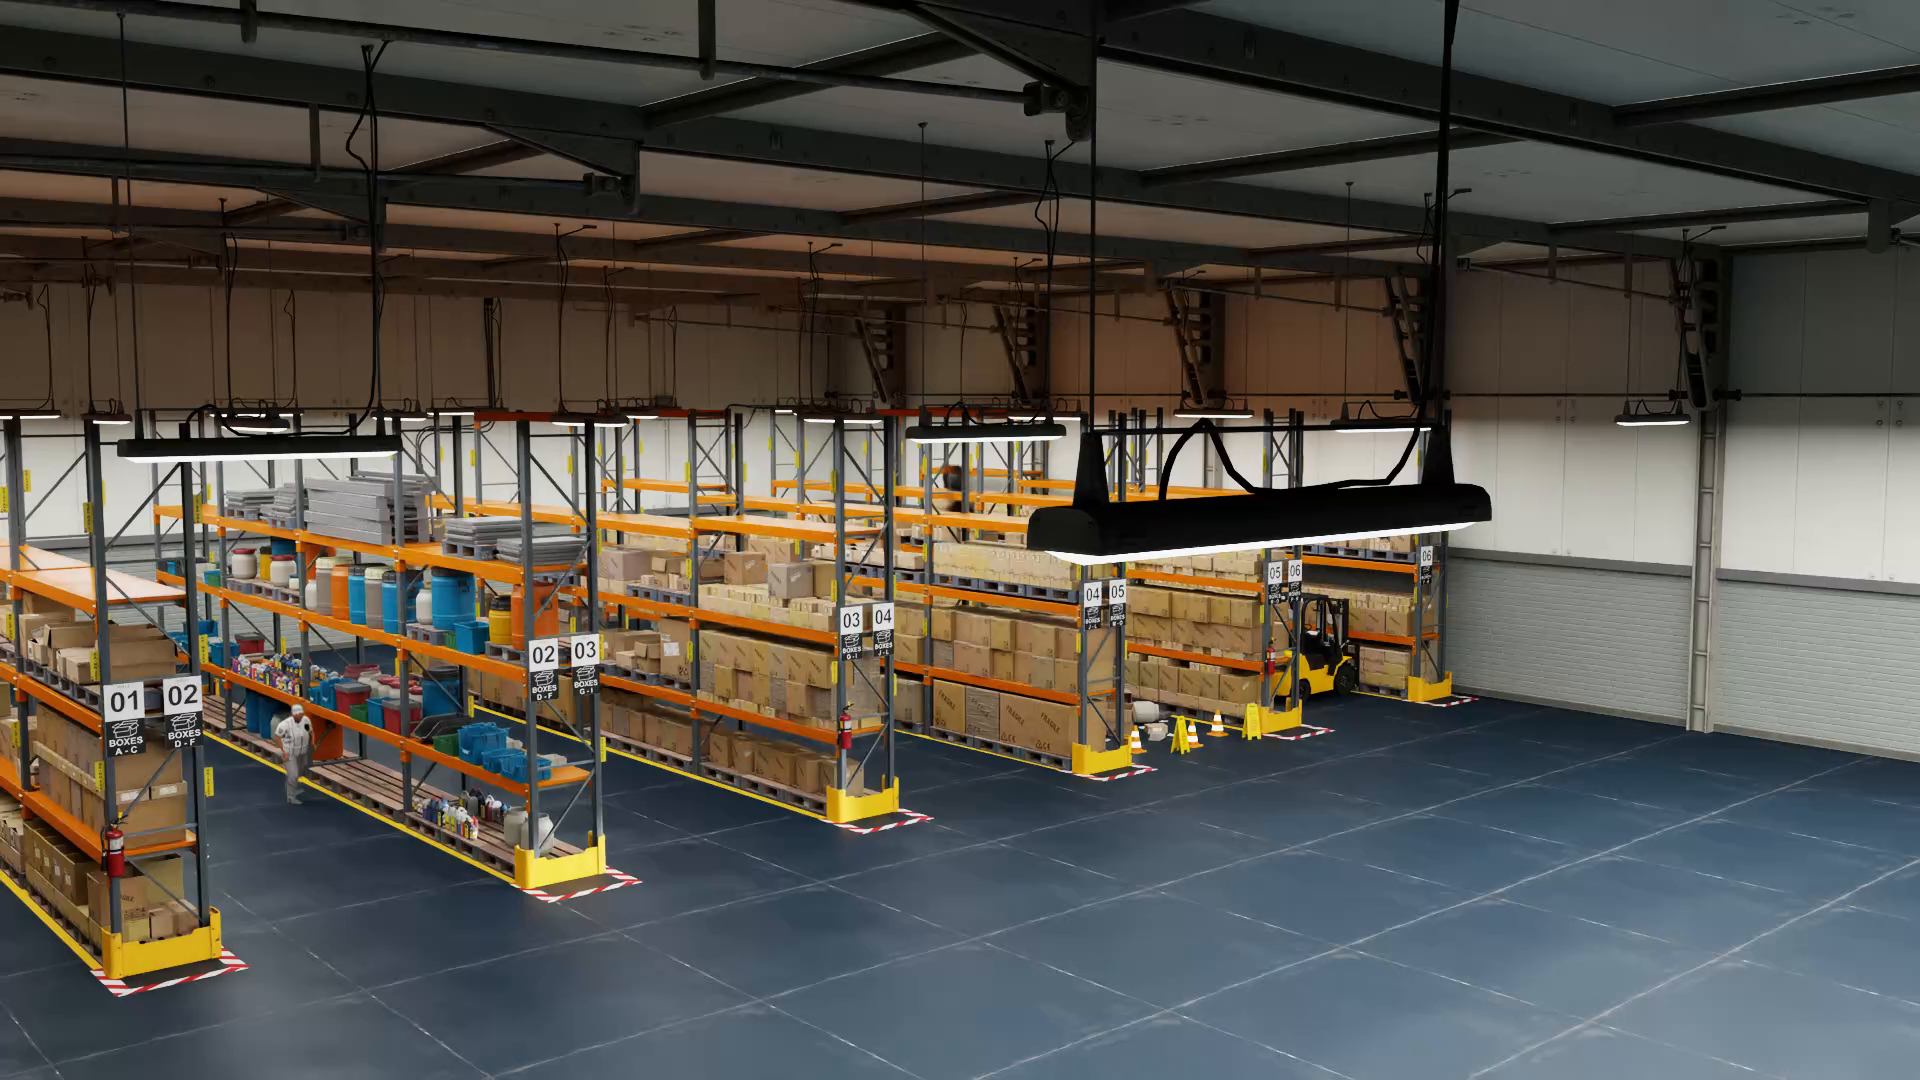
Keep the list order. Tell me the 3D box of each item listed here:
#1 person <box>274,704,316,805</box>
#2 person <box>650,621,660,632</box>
[{"bbox_3d":[-10.328,3.289,25.828,0.868,1.582,0.660,3,6,31],"label":"person"},{"bbox_3d":[-7.800,1.742,42.434,0.698,1.729,0.882,3,6,30],"label":"person"}]
